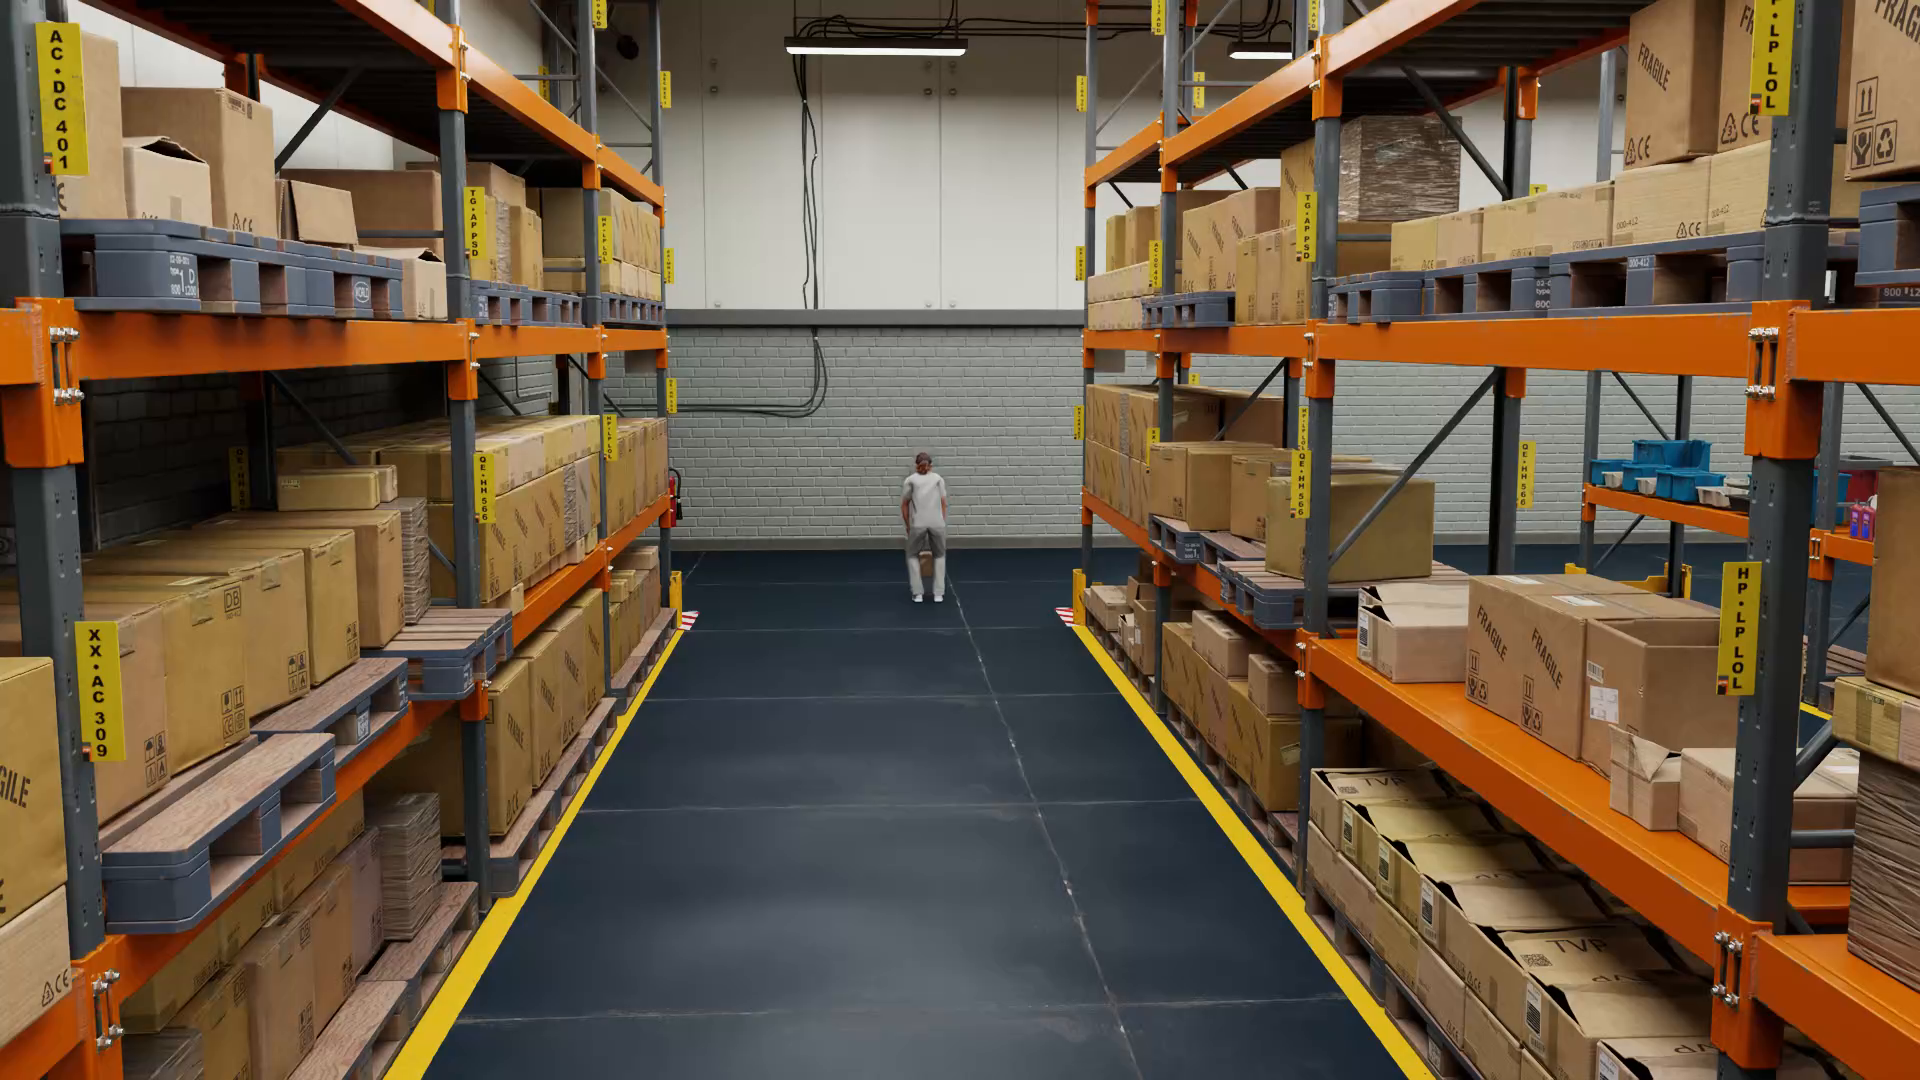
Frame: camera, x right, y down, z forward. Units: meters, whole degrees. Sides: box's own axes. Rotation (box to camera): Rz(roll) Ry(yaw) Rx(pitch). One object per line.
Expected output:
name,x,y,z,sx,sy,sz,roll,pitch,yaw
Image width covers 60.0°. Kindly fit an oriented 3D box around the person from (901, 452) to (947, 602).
person,-0.375,-0.129,17.375,0.478,1.549,0.489,0,7,-3
